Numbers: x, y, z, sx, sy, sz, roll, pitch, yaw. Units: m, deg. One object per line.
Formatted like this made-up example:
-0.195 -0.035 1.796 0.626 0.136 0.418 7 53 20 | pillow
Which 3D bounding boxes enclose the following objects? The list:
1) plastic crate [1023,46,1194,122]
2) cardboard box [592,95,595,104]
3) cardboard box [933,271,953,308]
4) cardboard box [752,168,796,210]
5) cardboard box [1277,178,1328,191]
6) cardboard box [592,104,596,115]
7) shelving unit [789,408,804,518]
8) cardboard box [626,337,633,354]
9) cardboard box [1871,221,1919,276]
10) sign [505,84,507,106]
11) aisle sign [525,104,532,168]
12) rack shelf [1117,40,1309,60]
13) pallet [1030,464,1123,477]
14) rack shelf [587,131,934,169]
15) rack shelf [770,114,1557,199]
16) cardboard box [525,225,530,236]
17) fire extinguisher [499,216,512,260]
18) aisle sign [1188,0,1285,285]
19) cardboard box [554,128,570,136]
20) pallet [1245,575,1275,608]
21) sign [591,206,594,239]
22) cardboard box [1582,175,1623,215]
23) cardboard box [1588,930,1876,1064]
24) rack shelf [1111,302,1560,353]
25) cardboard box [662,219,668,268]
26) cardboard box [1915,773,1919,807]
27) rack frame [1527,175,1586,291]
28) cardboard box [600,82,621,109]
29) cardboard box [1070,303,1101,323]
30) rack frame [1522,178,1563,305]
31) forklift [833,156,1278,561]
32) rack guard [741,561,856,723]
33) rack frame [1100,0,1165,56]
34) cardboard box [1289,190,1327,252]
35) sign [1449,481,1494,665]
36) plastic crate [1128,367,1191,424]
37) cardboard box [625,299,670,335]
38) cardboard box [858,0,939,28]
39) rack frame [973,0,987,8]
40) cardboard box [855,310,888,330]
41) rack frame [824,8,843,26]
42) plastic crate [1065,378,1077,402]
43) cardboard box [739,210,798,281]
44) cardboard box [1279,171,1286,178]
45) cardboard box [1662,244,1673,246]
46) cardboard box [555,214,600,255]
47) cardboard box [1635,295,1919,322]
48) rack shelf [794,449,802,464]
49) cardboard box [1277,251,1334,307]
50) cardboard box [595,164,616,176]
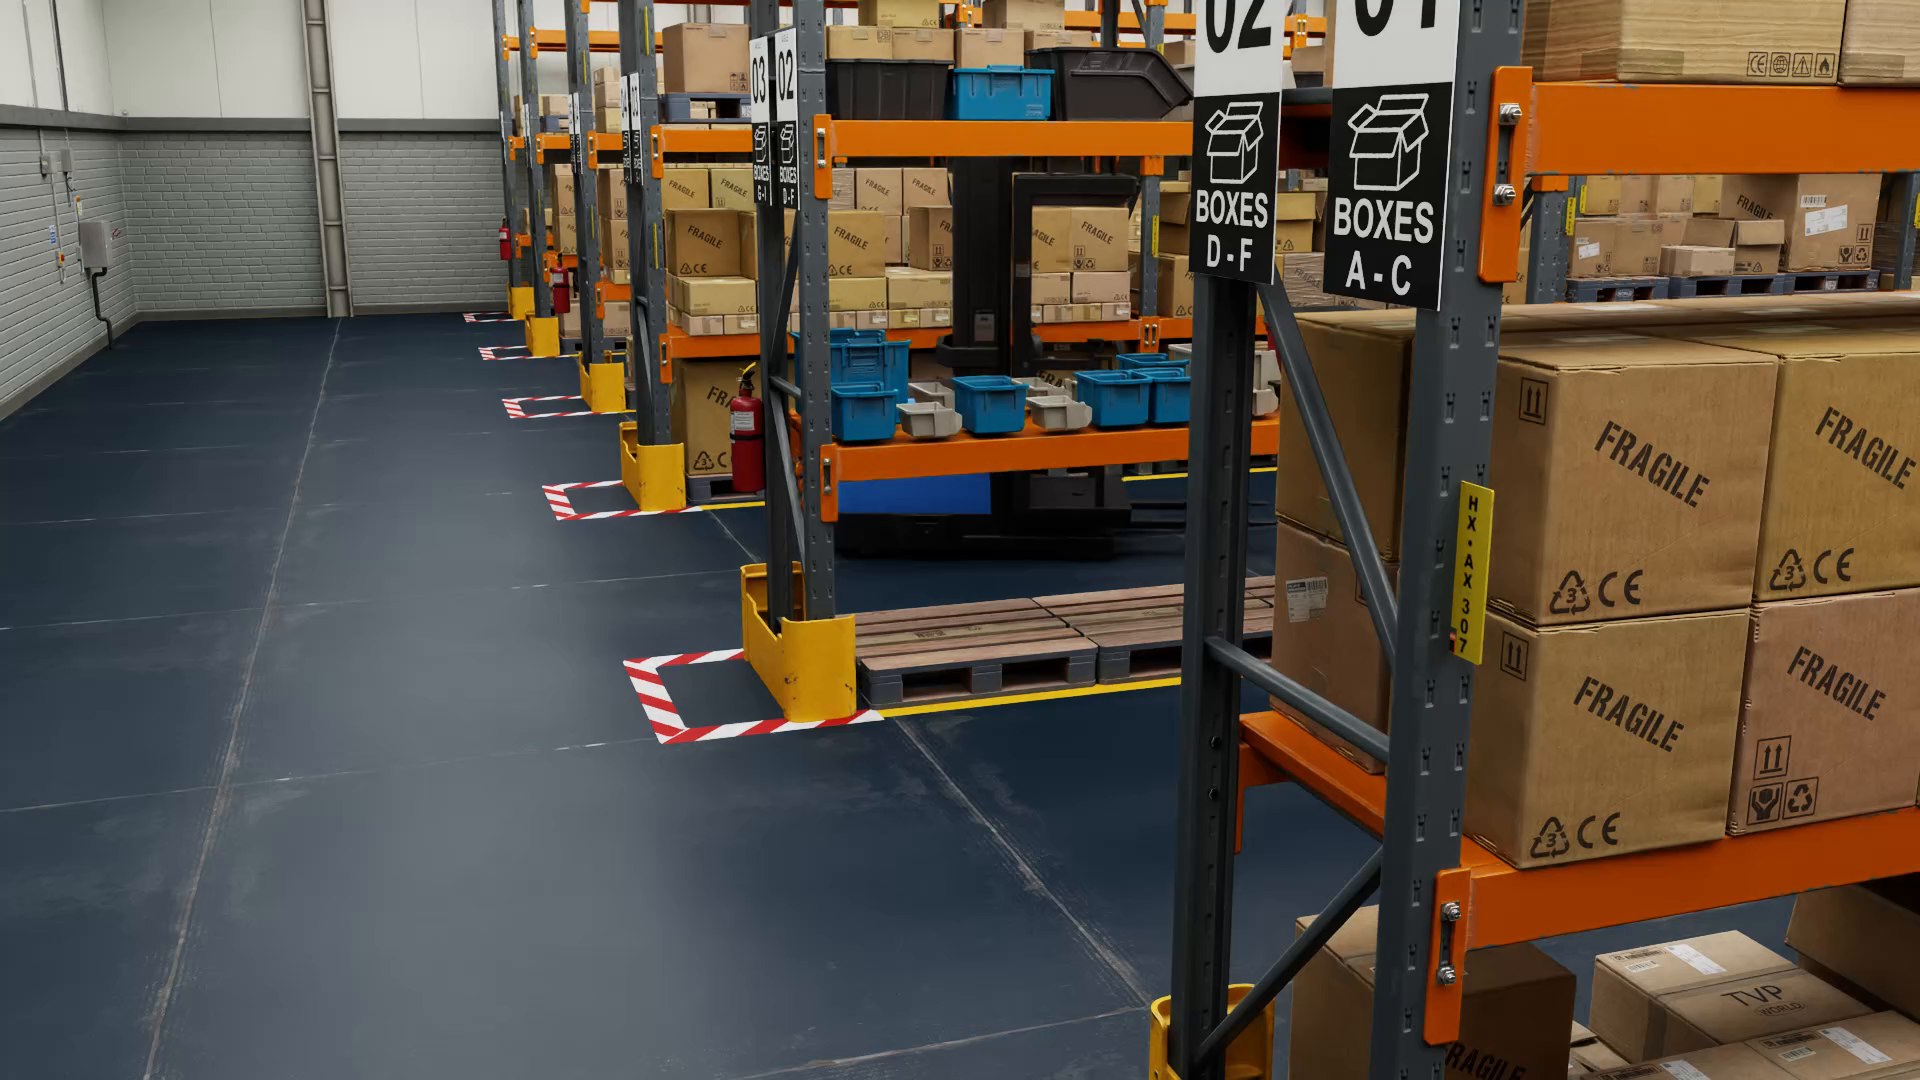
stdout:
0.718 -2.206 8.088 0.767 0.338 0.504 -4 14 -18 | plastic crate
-5.684 -6.898 26.280 0.500 0.250 0.500 -5 14 -19 | cardboard box
0.086 -2.011 13.298 0.500 0.250 0.500 -4 14 -17 | cardboard box
-1.915 -3.671 17.576 0.500 0.500 0.500 -5 14 -20 | cardboard box
4.128 -4.063 19.864 0.500 0.500 0.700 -5 14 -18 | cardboard box
-4.788 -5.676 21.960 0.250 0.149 0.380 -6 14 -22 | cardboard box
-1.019 -0.519 11.198 0.189 1.200 0.258 -7 14 -1 | shelving unit
-3.462 -2.108 17.989 0.250 0.149 0.380 -4 14 -17 | cardboard box
9.422 -2.910 16.534 0.500 0.500 0.875 -4 14 -18 | cardboard box
-6.971 -6.838 25.539 0.005 0.325 0.100 -4 14 -18 | sign
-5.534 -5.180 21.321 0.004 0.787 0.394 -4 14 -18 | aisle sign
3.920 -7.096 24.450 4.000 0.370 1.077 -4 14 -18 | rack shelf
0.648 -0.711 14.174 1.213 0.211 1.003 -4 14 -18 | pallet
-1.988 -4.163 17.735 4.000 0.370 1.077 -4 14 -18 | rack shelf
1.078 -1.982 8.564 4.000 0.370 1.077 -4 14 -18 | rack shelf
-6.745 -4.915 26.365 0.250 0.149 0.380 -5 14 -18 | cardboard box
-7.136 -4.742 26.067 0.183 0.674 0.296 -4 14 -18 | fire extinguisher
0.596 -0.965 3.599 0.004 0.787 0.394 -4 14 -18 | aisle sign
-6.279 -6.423 26.223 0.250 0.149 0.380 -4 14 -18 | cardboard box
2.289 0.400 9.507 1.213 0.211 1.003 -4 14 -18 | pallet
-3.710 -3.208 16.778 0.005 0.325 0.100 -4 14 -18 | sign
7.851 -4.410 21.043 0.550 0.550 0.875 -4 14 -18 | cardboard box
2.105 1.328 4.569 0.500 0.250 0.500 -4 14 -18 | cardboard box
3.289 -1.904 14.719 4.000 0.370 1.077 -4 14 -18 | rack shelf
-2.871 -3.117 17.407 0.500 0.500 0.500 -4 14 -18 | cardboard box
2.227 0.263 3.840 0.500 0.500 0.500 -4 14 -18 | cardboard box
7.490 -3.792 21.102 0.127 3.000 1.000 -4 14 -18 | rack frame
-3.375 -4.512 16.891 0.500 0.250 0.500 -4 14 -17 | cardboard box
0.965 -1.870 13.567 0.250 0.149 0.380 -4 14 -17 | cardboard box
2.974 -1.020 9.448 0.127 3.000 1.000 -4 14 -18 | rack frame
0.674 -1.412 11.245 3.031 2.935 1.130 0 13 2 | forklift
-0.836 0.496 8.477 0.348 0.500 1.175 -4 14 -18 | rack guard
1.394 -5.025 13.321 0.127 3.000 1.000 -4 14 -18 | rack frame
3.235 -2.789 14.503 0.637 0.503 0.797 -4 14 -16 | cardboard box
0.932 0.060 3.038 0.005 0.325 0.100 -4 14 -18 | sign
1.054 -0.738 8.494 0.300 0.233 0.416 -4 14 -18 | plastic crate
-4.099 -3.082 22.748 0.875 0.438 0.875 -4 14 -17 | cardboard box
-0.479 -4.084 12.886 0.500 0.250 0.500 -5 14 -20 | cardboard box
0.438 -8.582 28.275 0.127 3.000 1.000 -4 14 -18 | rack frame
-0.738 -1.738 13.010 0.250 0.149 0.380 -5 14 -19 | cardboard box
-1.767 -7.198 22.458 0.127 3.000 1.000 -4 14 -18 | rack frame
0.708 -0.795 8.945 0.250 0.136 0.298 -4 14 -18 | plastic crate
-1.382 -2.261 12.725 0.500 0.500 0.500 -5 14 -19 | cardboard box
4.801 -5.446 24.888 0.250 0.149 0.380 -5 14 -20 | cardboard box
6.679 -2.723 15.990 0.258 0.266 0.396 -5 14 -20 | cardboard box
-5.011 -4.006 21.784 0.500 0.500 0.500 -5 14 -19 | cardboard box
2.061 -0.343 4.226 0.500 0.500 0.500 -4 14 -17 | cardboard box
-1.028 -0.592 11.180 0.180 0.103 0.258 -7 14 -1 | rack shelf
2.860 -2.208 14.227 0.500 0.500 0.500 -5 14 -19 | cardboard box
-4.624 -4.830 21.686 0.250 0.149 0.380 -4 14 -16 | cardboard box
